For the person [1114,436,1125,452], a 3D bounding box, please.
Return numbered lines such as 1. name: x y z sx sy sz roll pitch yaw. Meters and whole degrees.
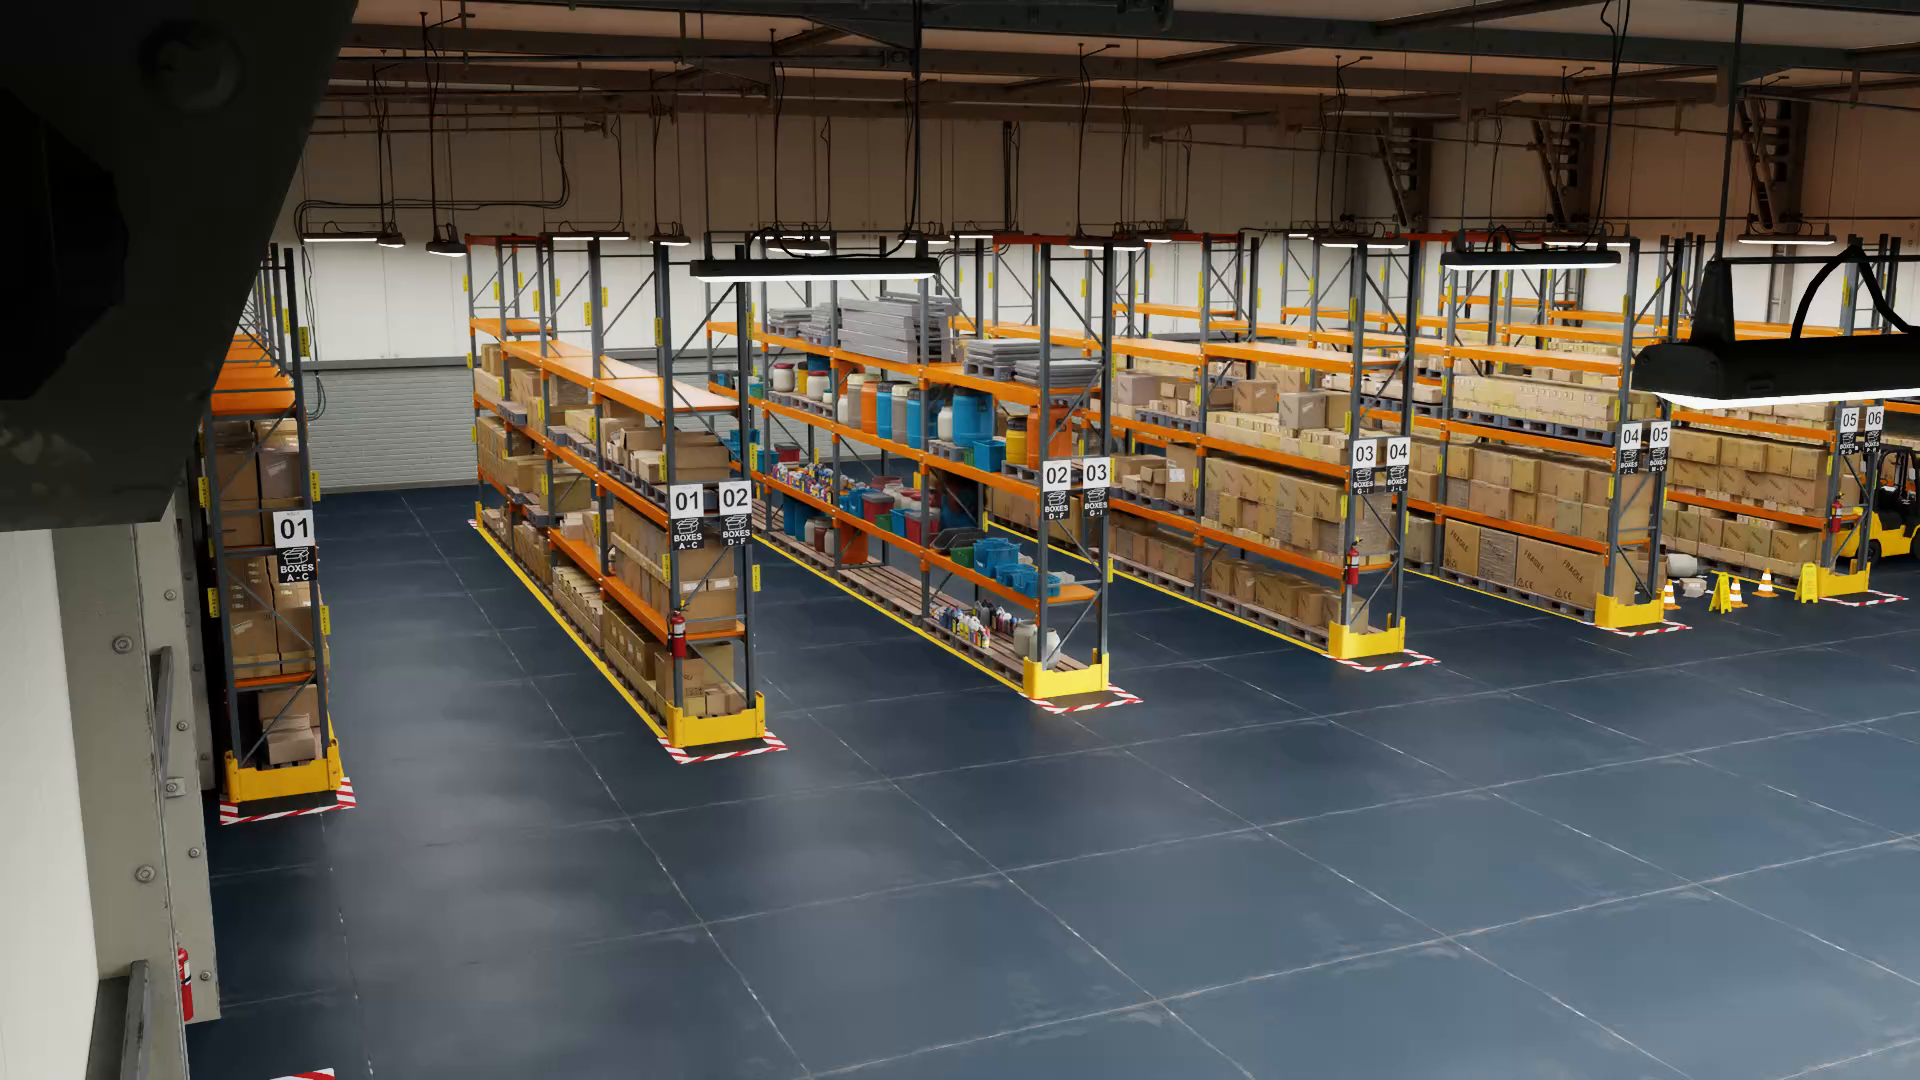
1. person: 4.002 -2.461 41.516 0.741 1.723 0.576 -4 12 -18
